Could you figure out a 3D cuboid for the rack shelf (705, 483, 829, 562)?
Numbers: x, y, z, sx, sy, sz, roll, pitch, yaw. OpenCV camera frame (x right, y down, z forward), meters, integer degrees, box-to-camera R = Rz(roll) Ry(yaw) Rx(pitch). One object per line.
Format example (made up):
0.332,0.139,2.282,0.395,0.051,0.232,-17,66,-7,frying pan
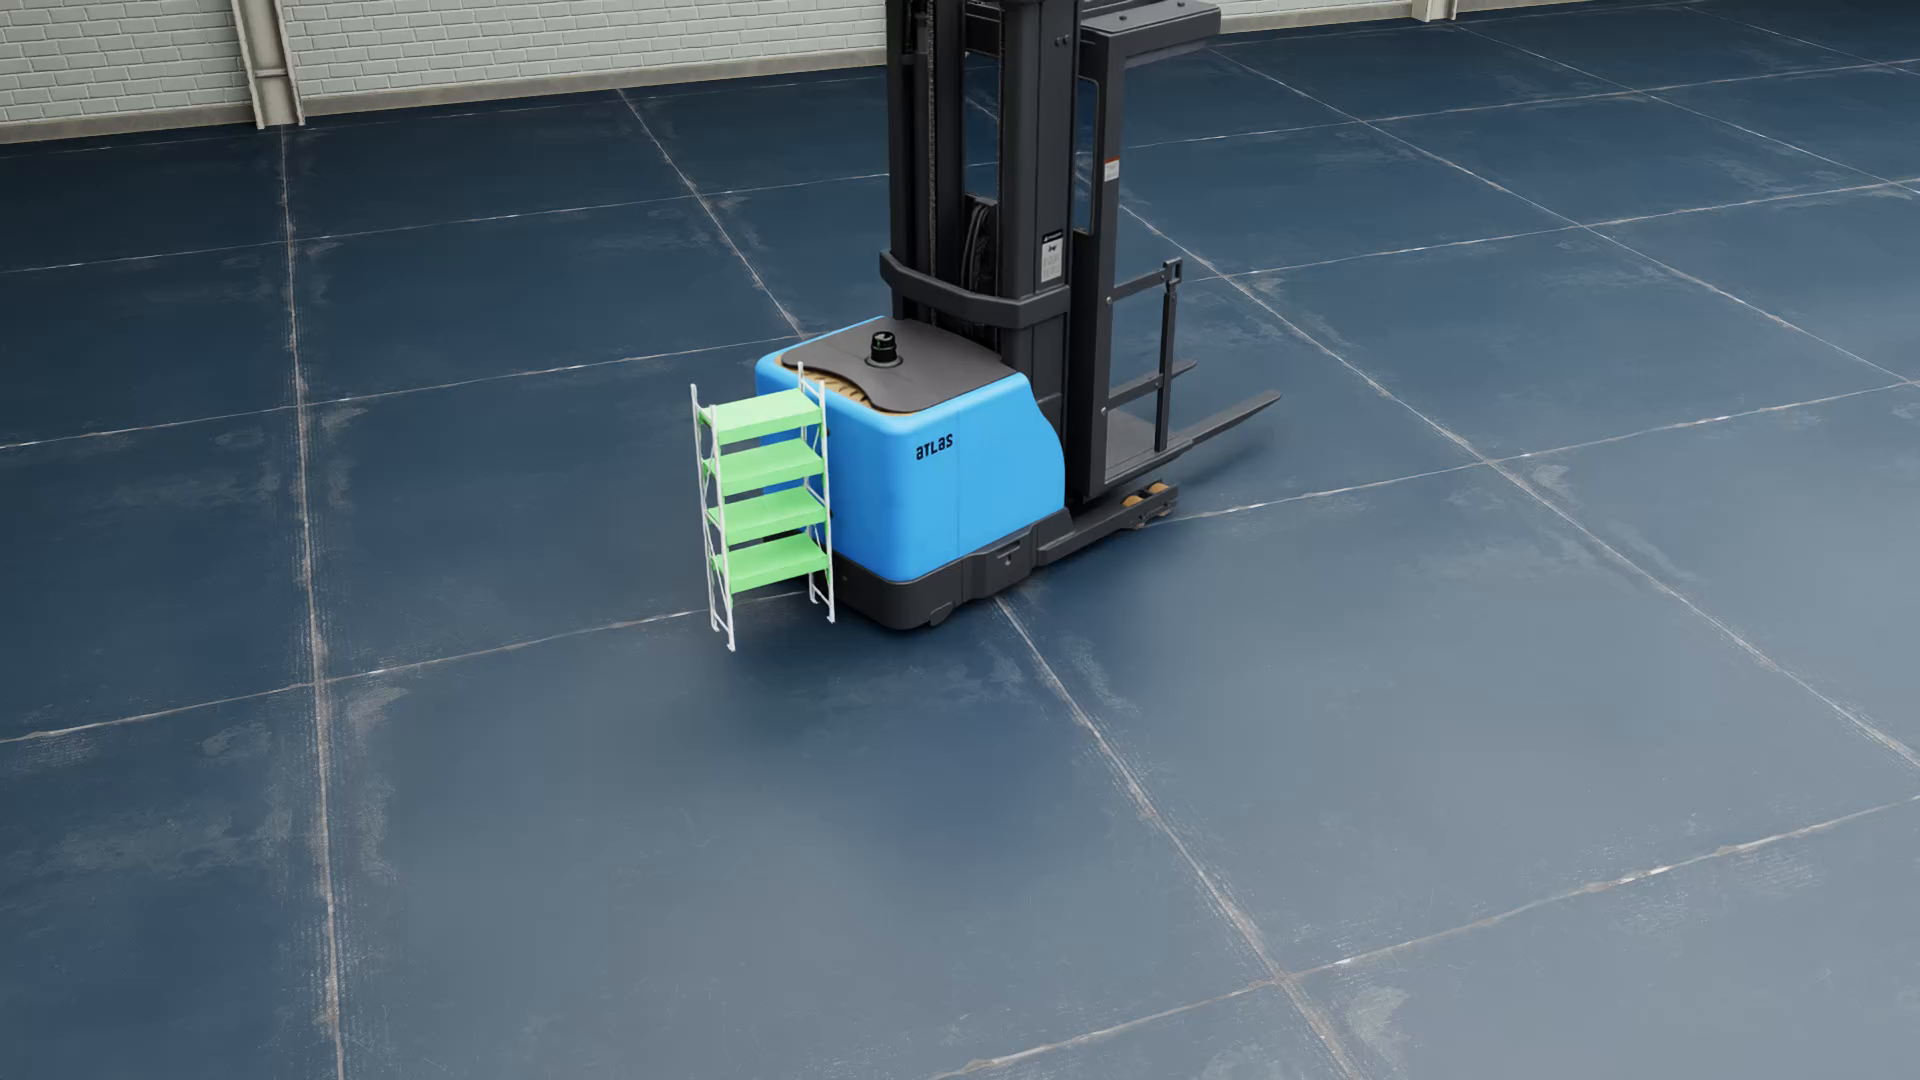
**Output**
-0.850,-0.081,7.309,0.480,0.148,0.258,-15,33,-25,rack shelf

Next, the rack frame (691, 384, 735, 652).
-1.064,-0.079,7.176,0.015,1.200,0.240,-15,33,-25,rack frame

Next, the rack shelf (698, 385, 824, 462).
-0.850,-0.498,7.072,0.480,0.148,0.258,-15,33,-25,rack shelf

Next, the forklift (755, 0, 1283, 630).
0.468,-1.495,7.912,3.031,2.935,1.130,-25,38,-37,forklift

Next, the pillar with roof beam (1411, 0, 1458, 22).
6.726,-7.689,12.655,0.400,9.000,9.100,-10,31,-18,pillar with roof beam

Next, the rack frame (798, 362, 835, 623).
-0.636,-0.194,7.379,0.015,1.200,0.240,-15,33,-25,rack frame

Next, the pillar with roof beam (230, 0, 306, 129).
-4.521,-5.618,9.020,0.400,9.000,9.100,-10,31,-18,pillar with roof beam

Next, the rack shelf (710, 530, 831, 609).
-0.850,0.127,7.428,0.480,0.148,0.258,-15,33,-25,rack shelf

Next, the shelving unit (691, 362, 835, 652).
-0.850,-0.137,7.278,0.503,1.200,0.258,-15,33,-25,shelving unit

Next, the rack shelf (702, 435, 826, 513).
-0.850,-0.290,7.191,0.480,0.148,0.258,-15,33,-25,rack shelf
